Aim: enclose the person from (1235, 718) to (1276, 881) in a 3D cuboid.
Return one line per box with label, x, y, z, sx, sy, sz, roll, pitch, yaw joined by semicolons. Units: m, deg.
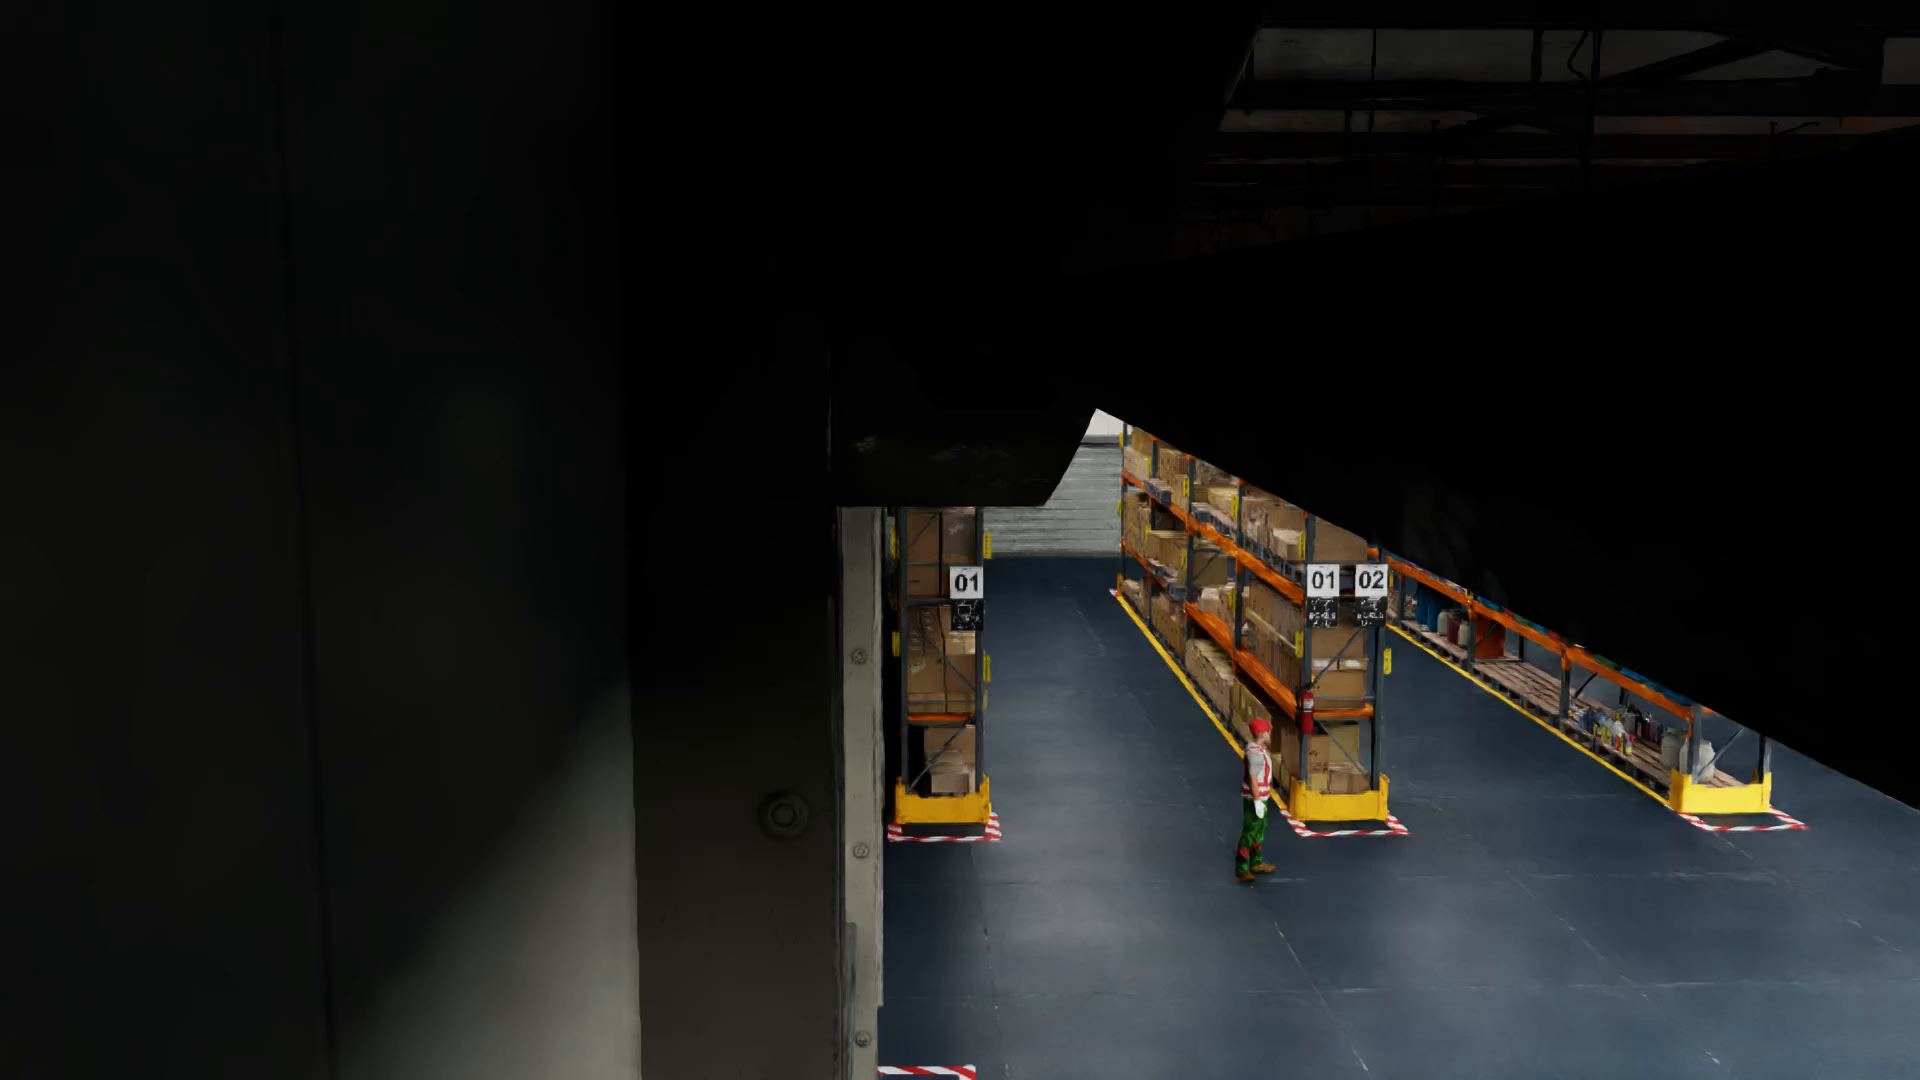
person;3.299;2.847;18.462;0.418;1.790;0.625;2;8;17
